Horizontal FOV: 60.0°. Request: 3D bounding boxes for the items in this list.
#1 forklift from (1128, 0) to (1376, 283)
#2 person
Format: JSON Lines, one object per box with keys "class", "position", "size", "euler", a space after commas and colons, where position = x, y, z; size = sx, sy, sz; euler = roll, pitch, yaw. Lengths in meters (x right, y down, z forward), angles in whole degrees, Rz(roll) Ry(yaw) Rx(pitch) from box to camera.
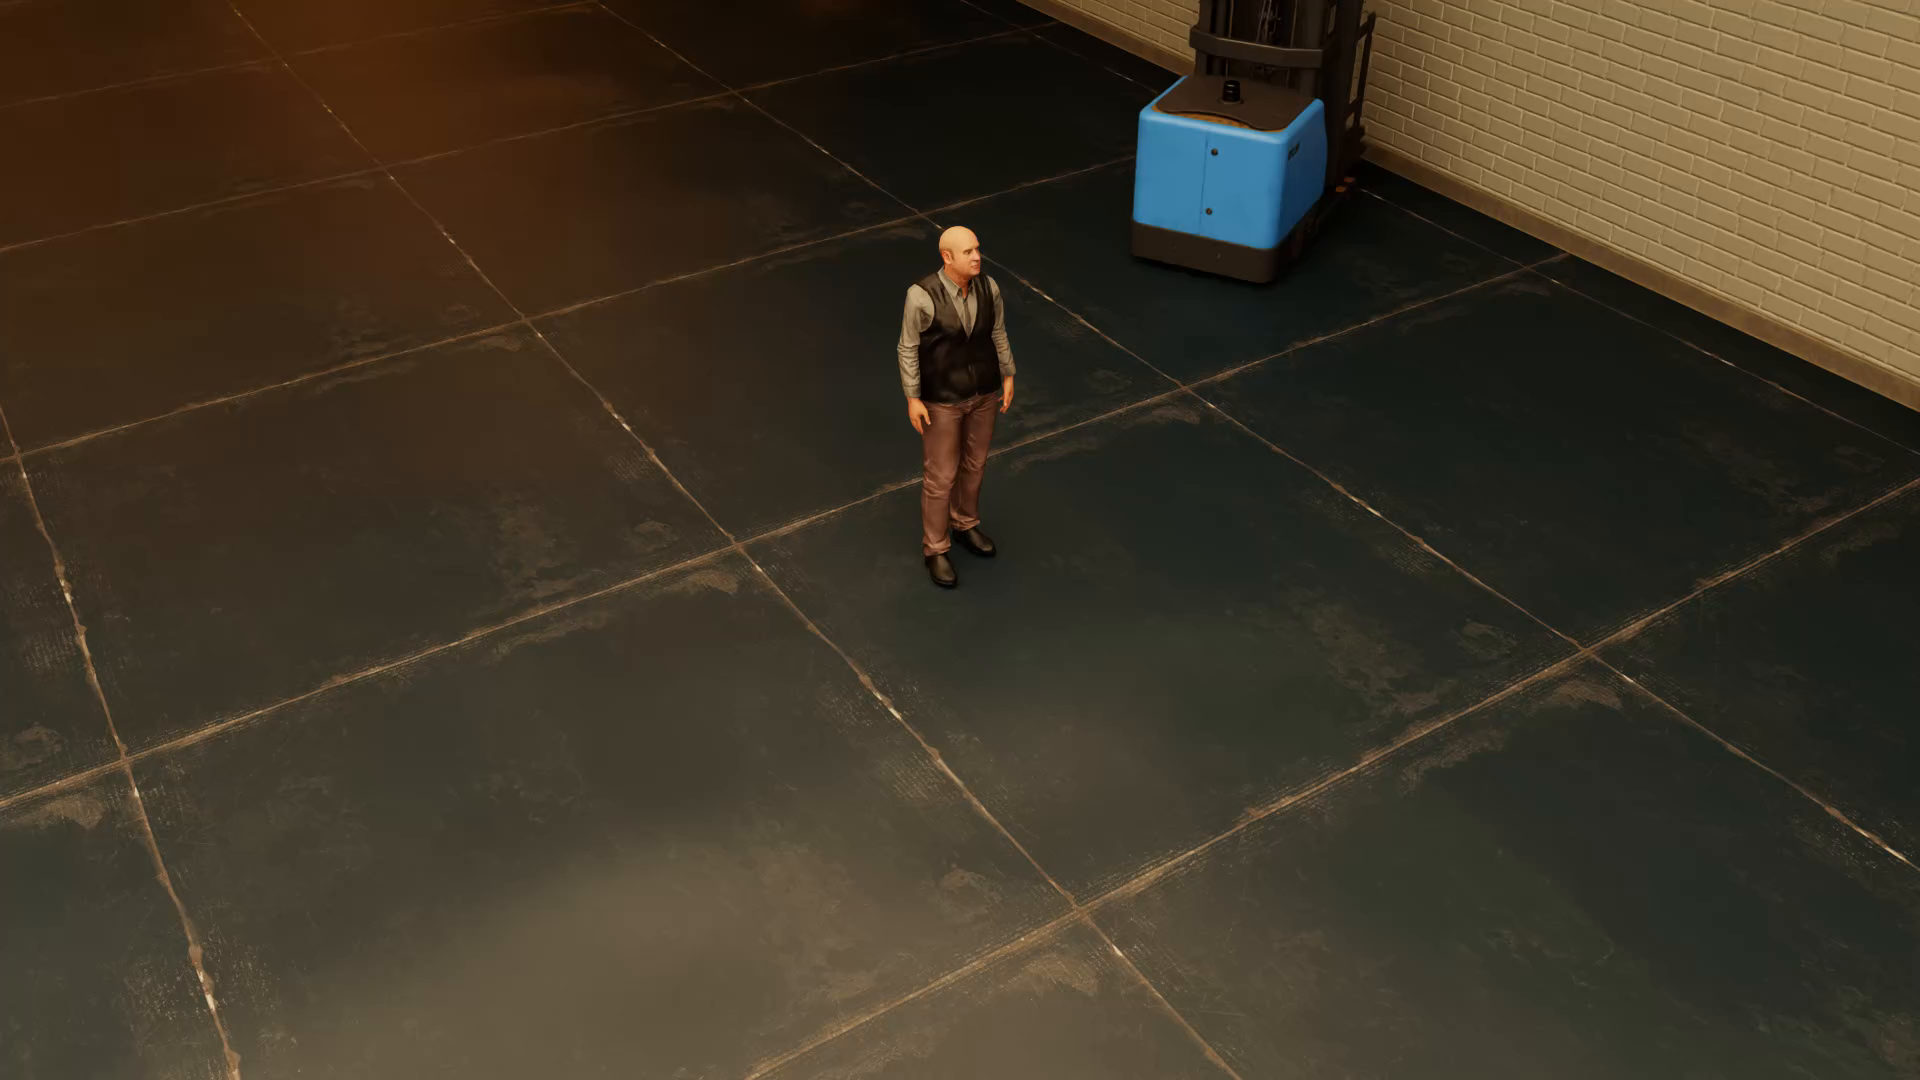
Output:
{"class": "forklift", "position": [2.292, -3.724, 11.448], "size": [1.130, 2.935, 3.031], "euler": [17, 39, 23]}
{"class": "person", "position": [0.028, -0.678, 8.152], "size": [0.633, 1.722, 0.566], "euler": [-21, 40, -27]}
